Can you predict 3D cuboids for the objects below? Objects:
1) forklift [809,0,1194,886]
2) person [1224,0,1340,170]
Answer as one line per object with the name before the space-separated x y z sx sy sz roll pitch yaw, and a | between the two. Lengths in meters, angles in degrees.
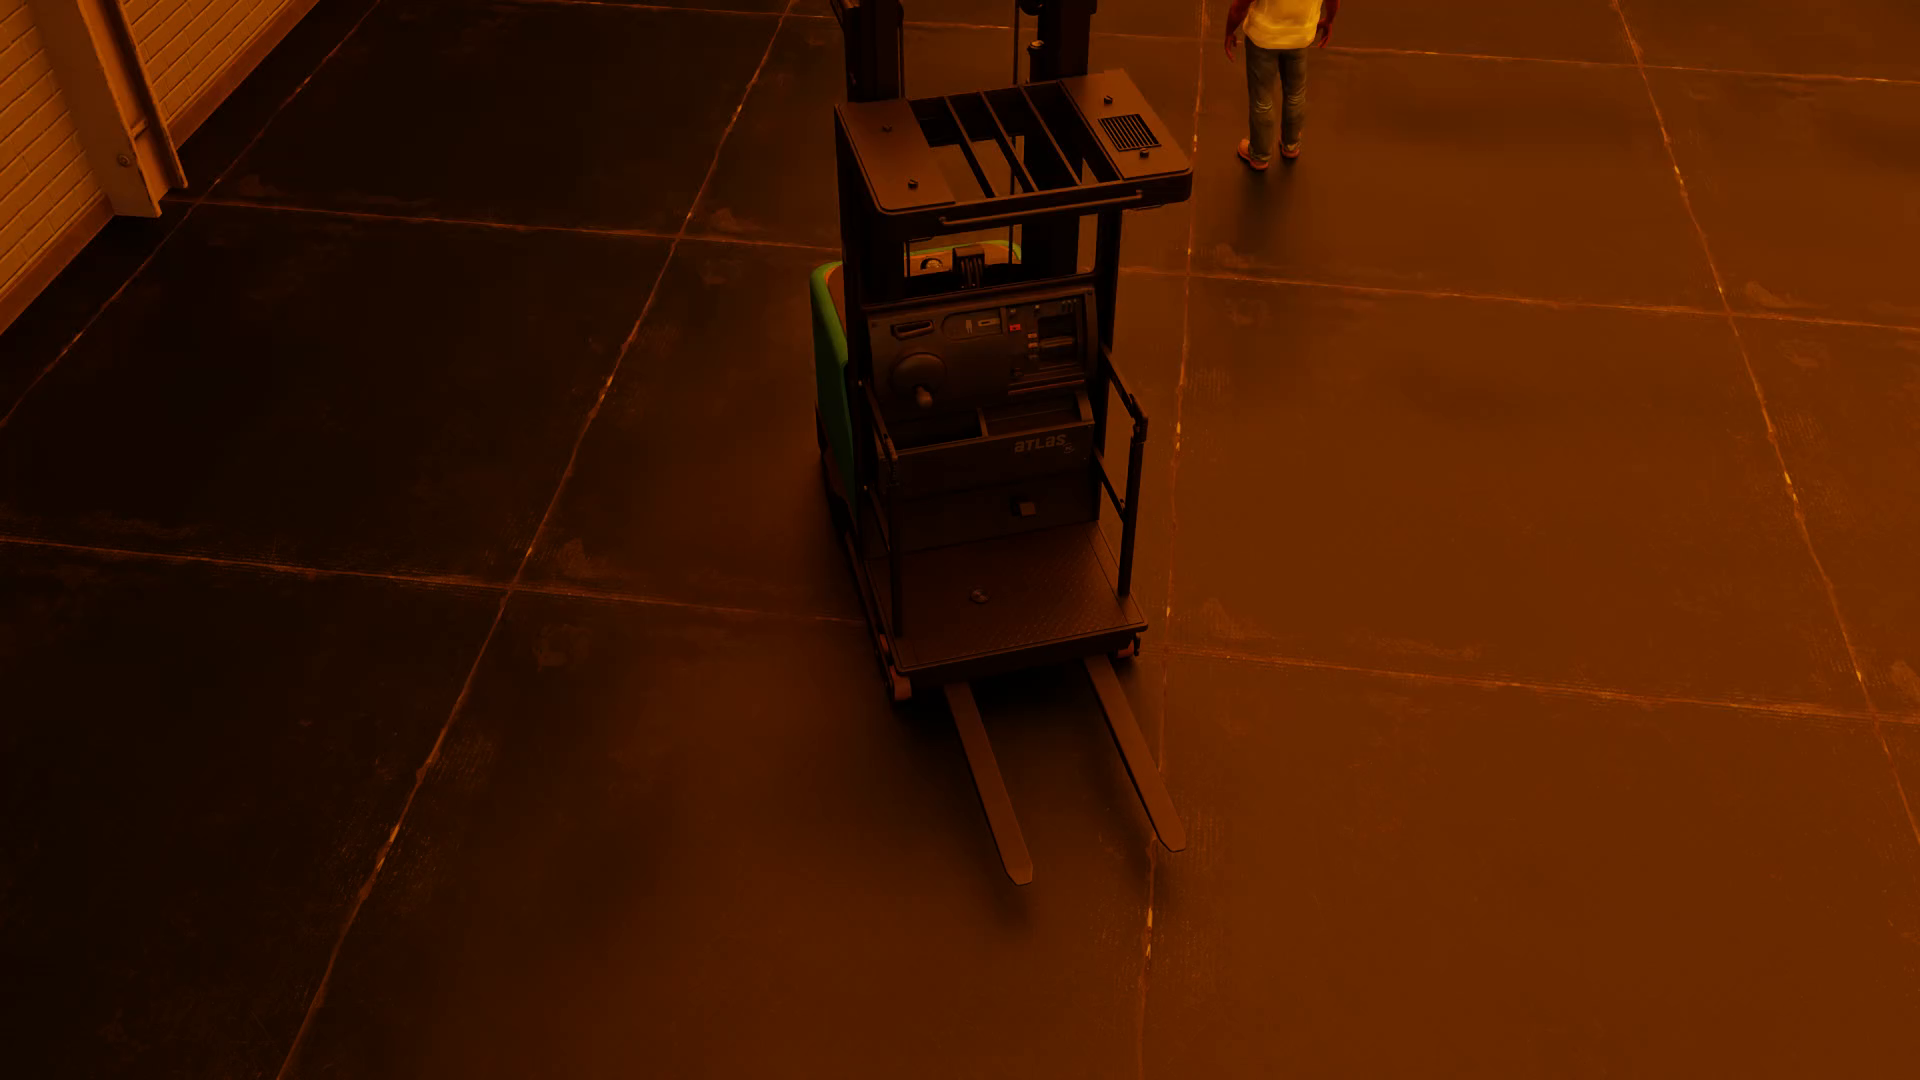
forklift | 0.153 -0.681 6.465 1.130 2.935 3.031 -10 44 -11
person | 1.882 -3.048 9.893 0.665 1.769 0.574 -5 43 -6
